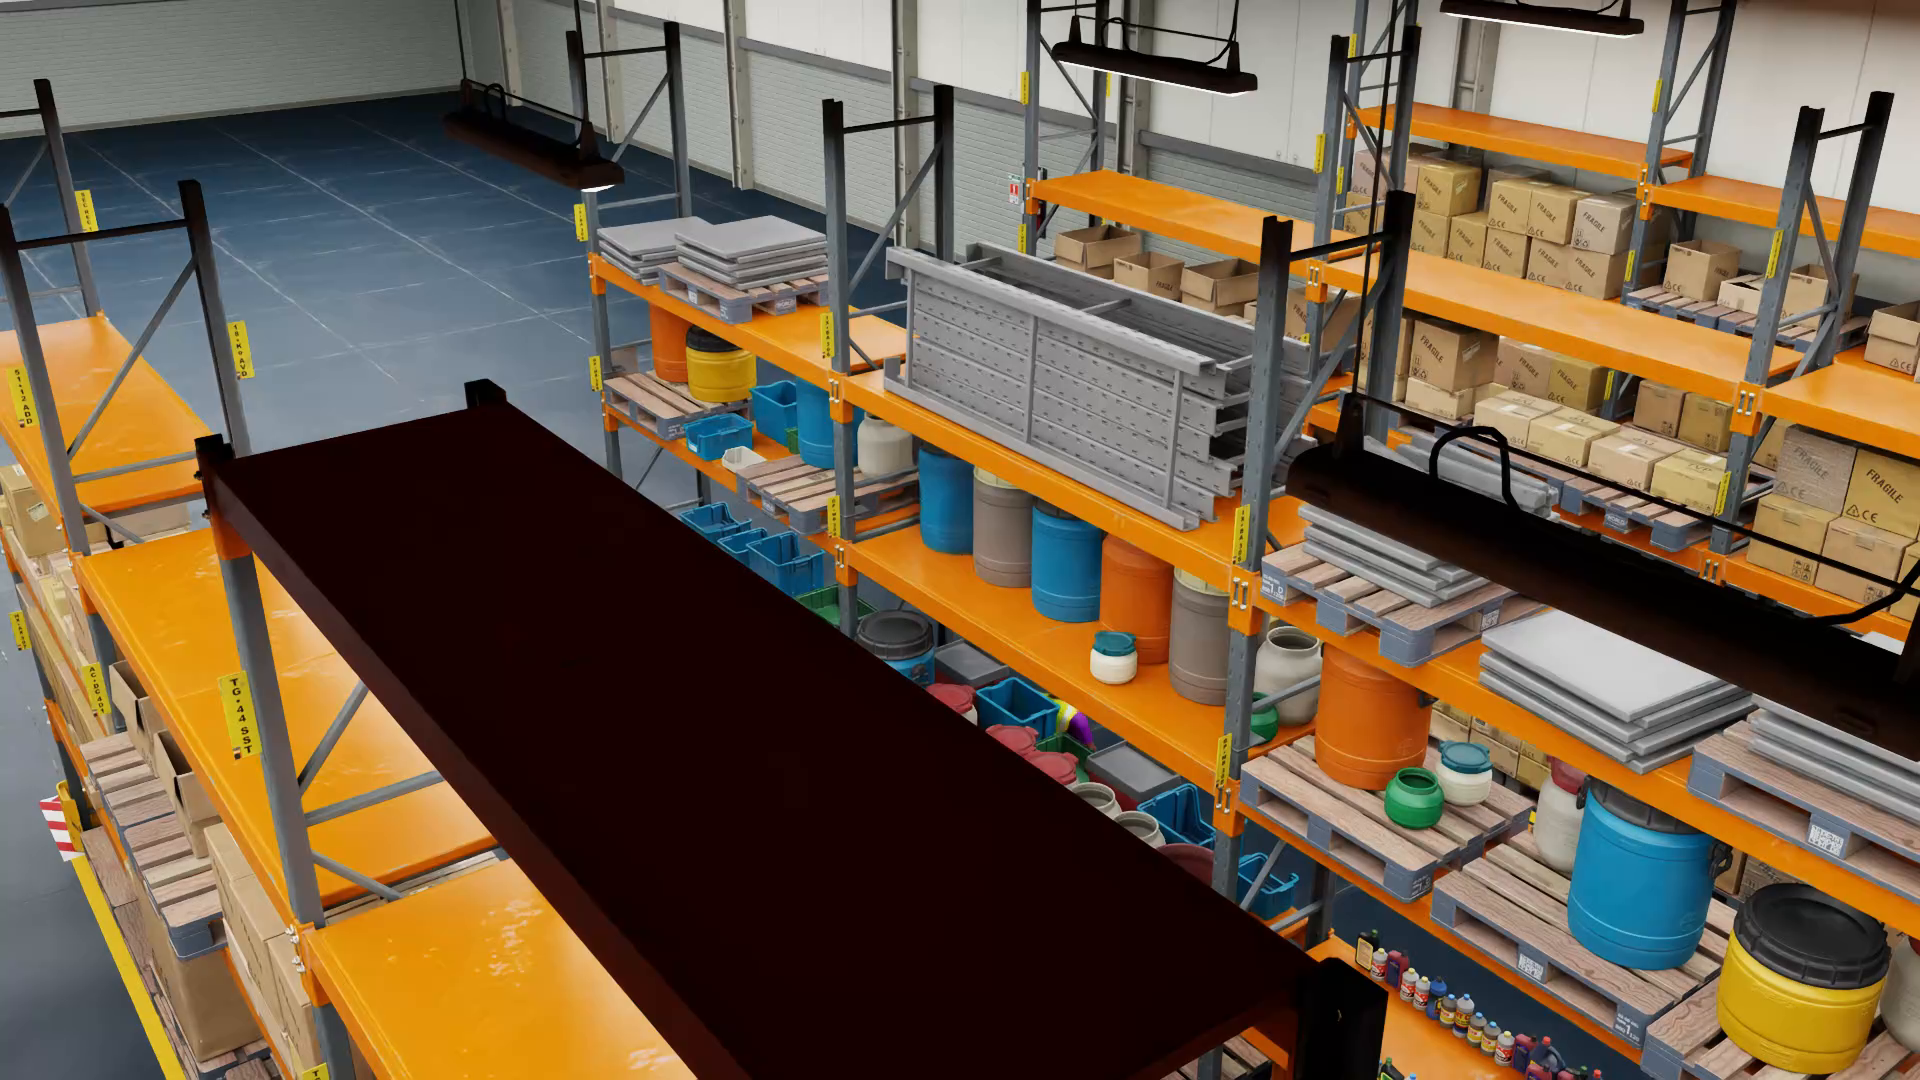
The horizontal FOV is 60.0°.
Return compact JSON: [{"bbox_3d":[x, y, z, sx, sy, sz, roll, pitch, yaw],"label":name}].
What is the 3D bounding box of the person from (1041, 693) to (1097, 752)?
[{"bbox_3d":[0.846,1.730,13.108,0.822,1.742,0.589,-19,31,-35],"label":"person"}]
